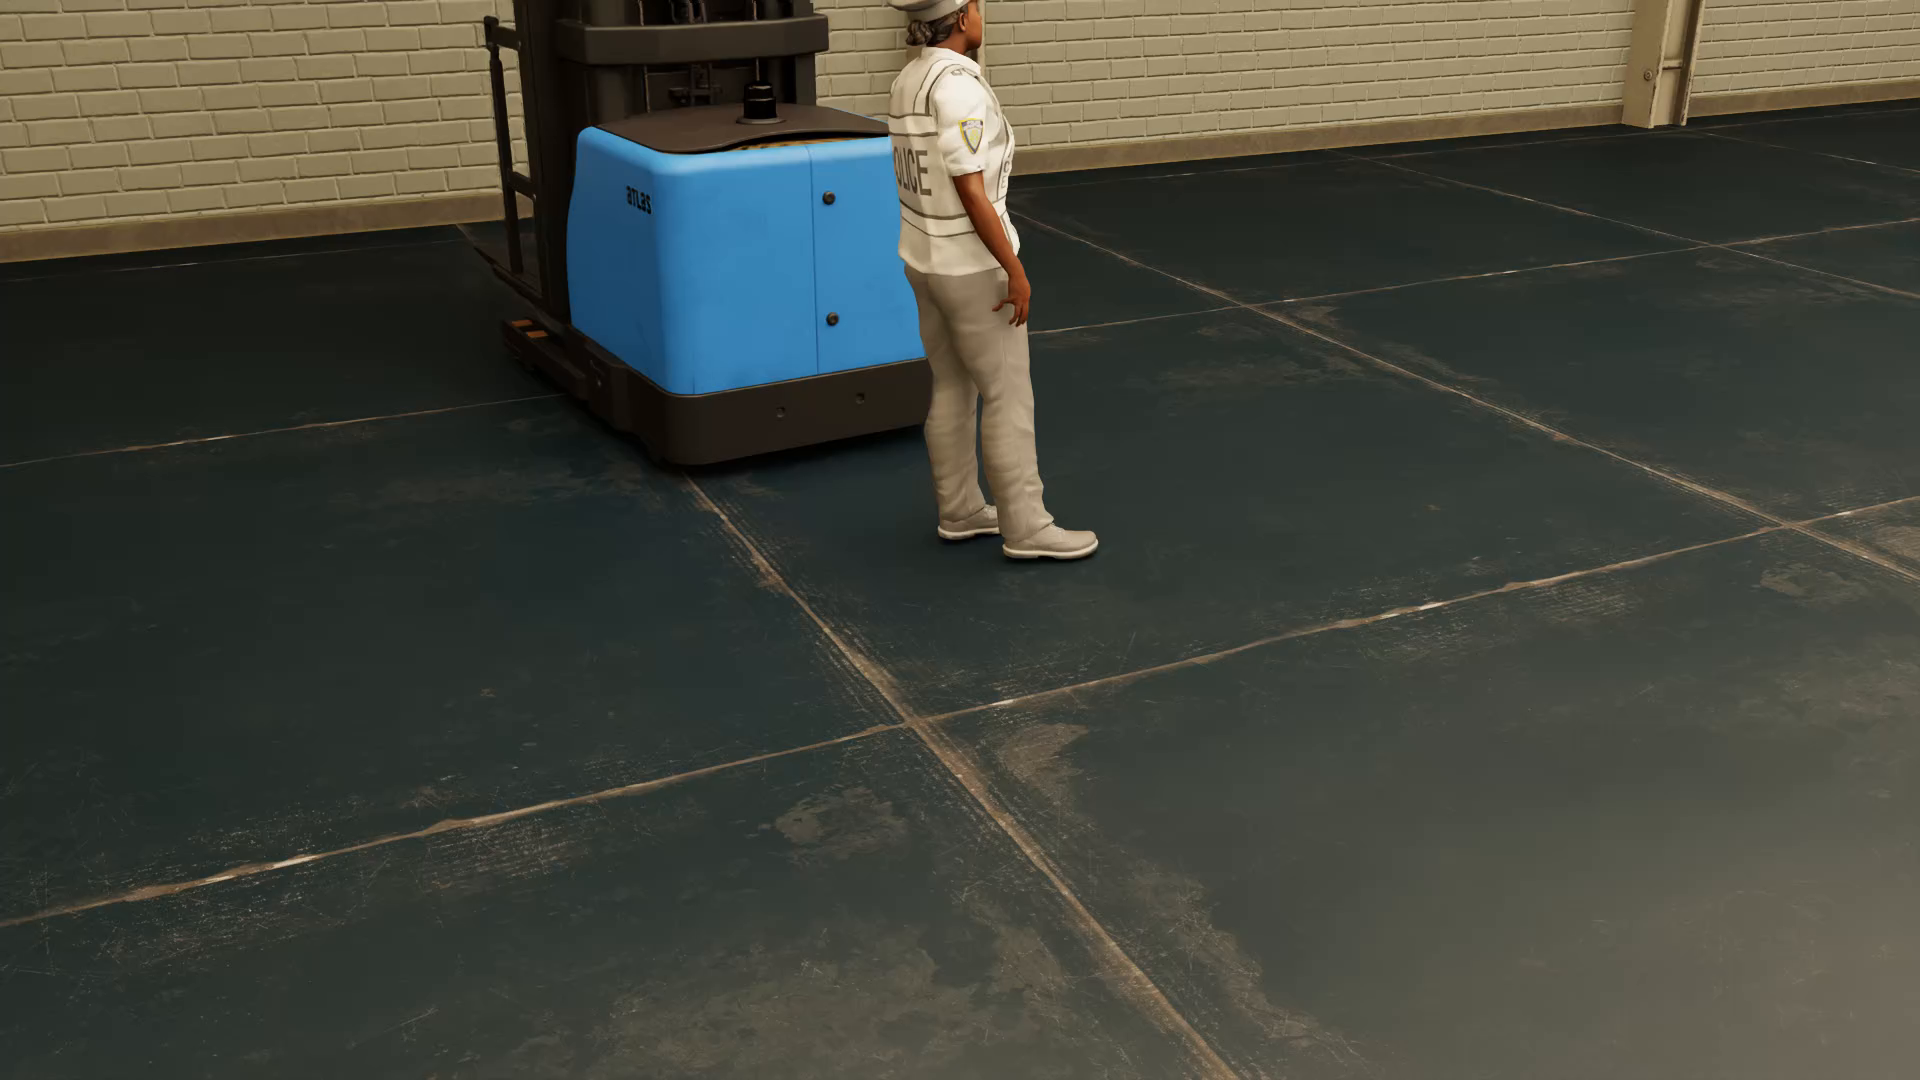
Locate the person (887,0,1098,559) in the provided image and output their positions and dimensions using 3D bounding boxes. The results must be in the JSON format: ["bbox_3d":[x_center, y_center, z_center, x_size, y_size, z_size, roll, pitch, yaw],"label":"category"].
[{"bbox_3d":[0.076,-0.794,4.791,0.529,1.694,0.569,-10,25,-23],"label":"person"}]

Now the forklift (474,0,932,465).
[{"bbox_3d":[-1.247,-2.121,6.392,1.130,2.935,3.031,-13,26,-28],"label":"forklift"}]
